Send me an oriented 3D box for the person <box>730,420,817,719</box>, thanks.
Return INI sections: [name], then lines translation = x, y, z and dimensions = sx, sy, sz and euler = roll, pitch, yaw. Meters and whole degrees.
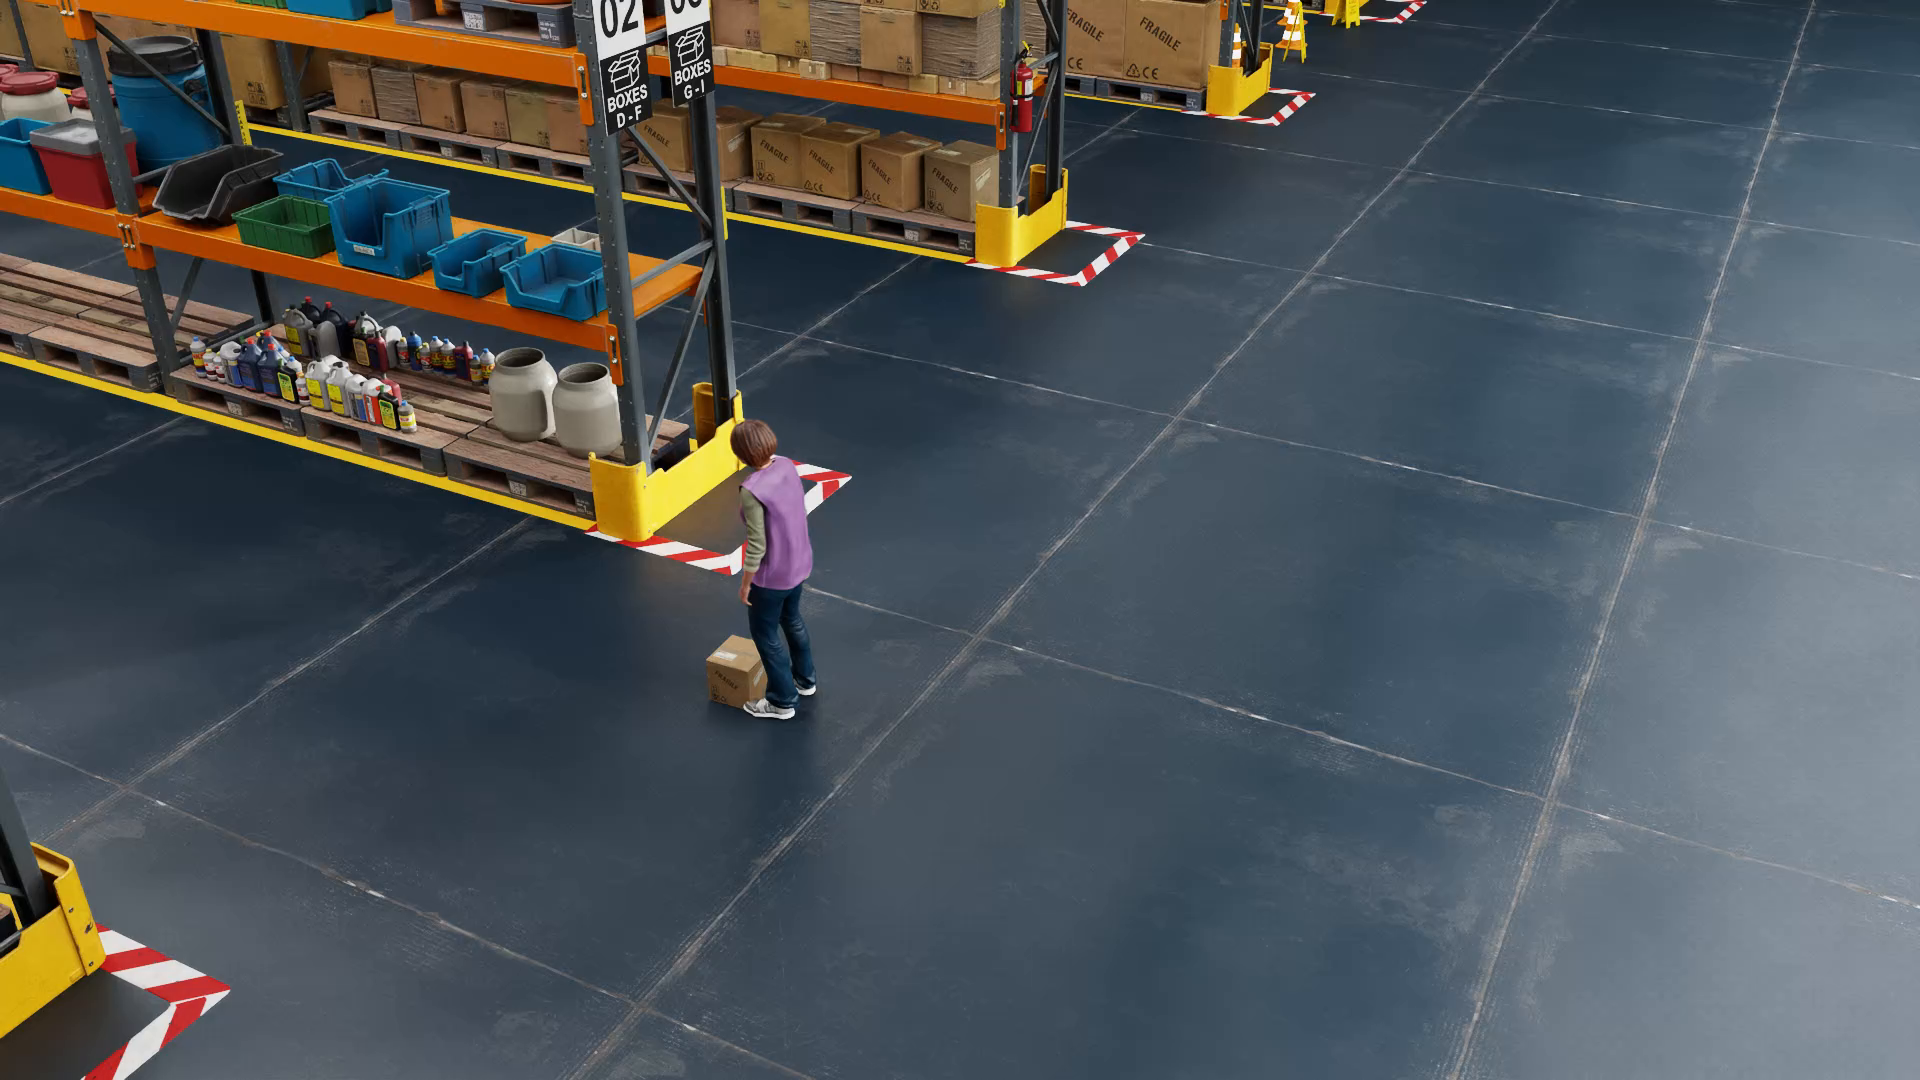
[person]
translation = -0.896, 0.148, 8.039
dimensions = 0.343, 1.593, 0.462
euler = 15, 34, 23
